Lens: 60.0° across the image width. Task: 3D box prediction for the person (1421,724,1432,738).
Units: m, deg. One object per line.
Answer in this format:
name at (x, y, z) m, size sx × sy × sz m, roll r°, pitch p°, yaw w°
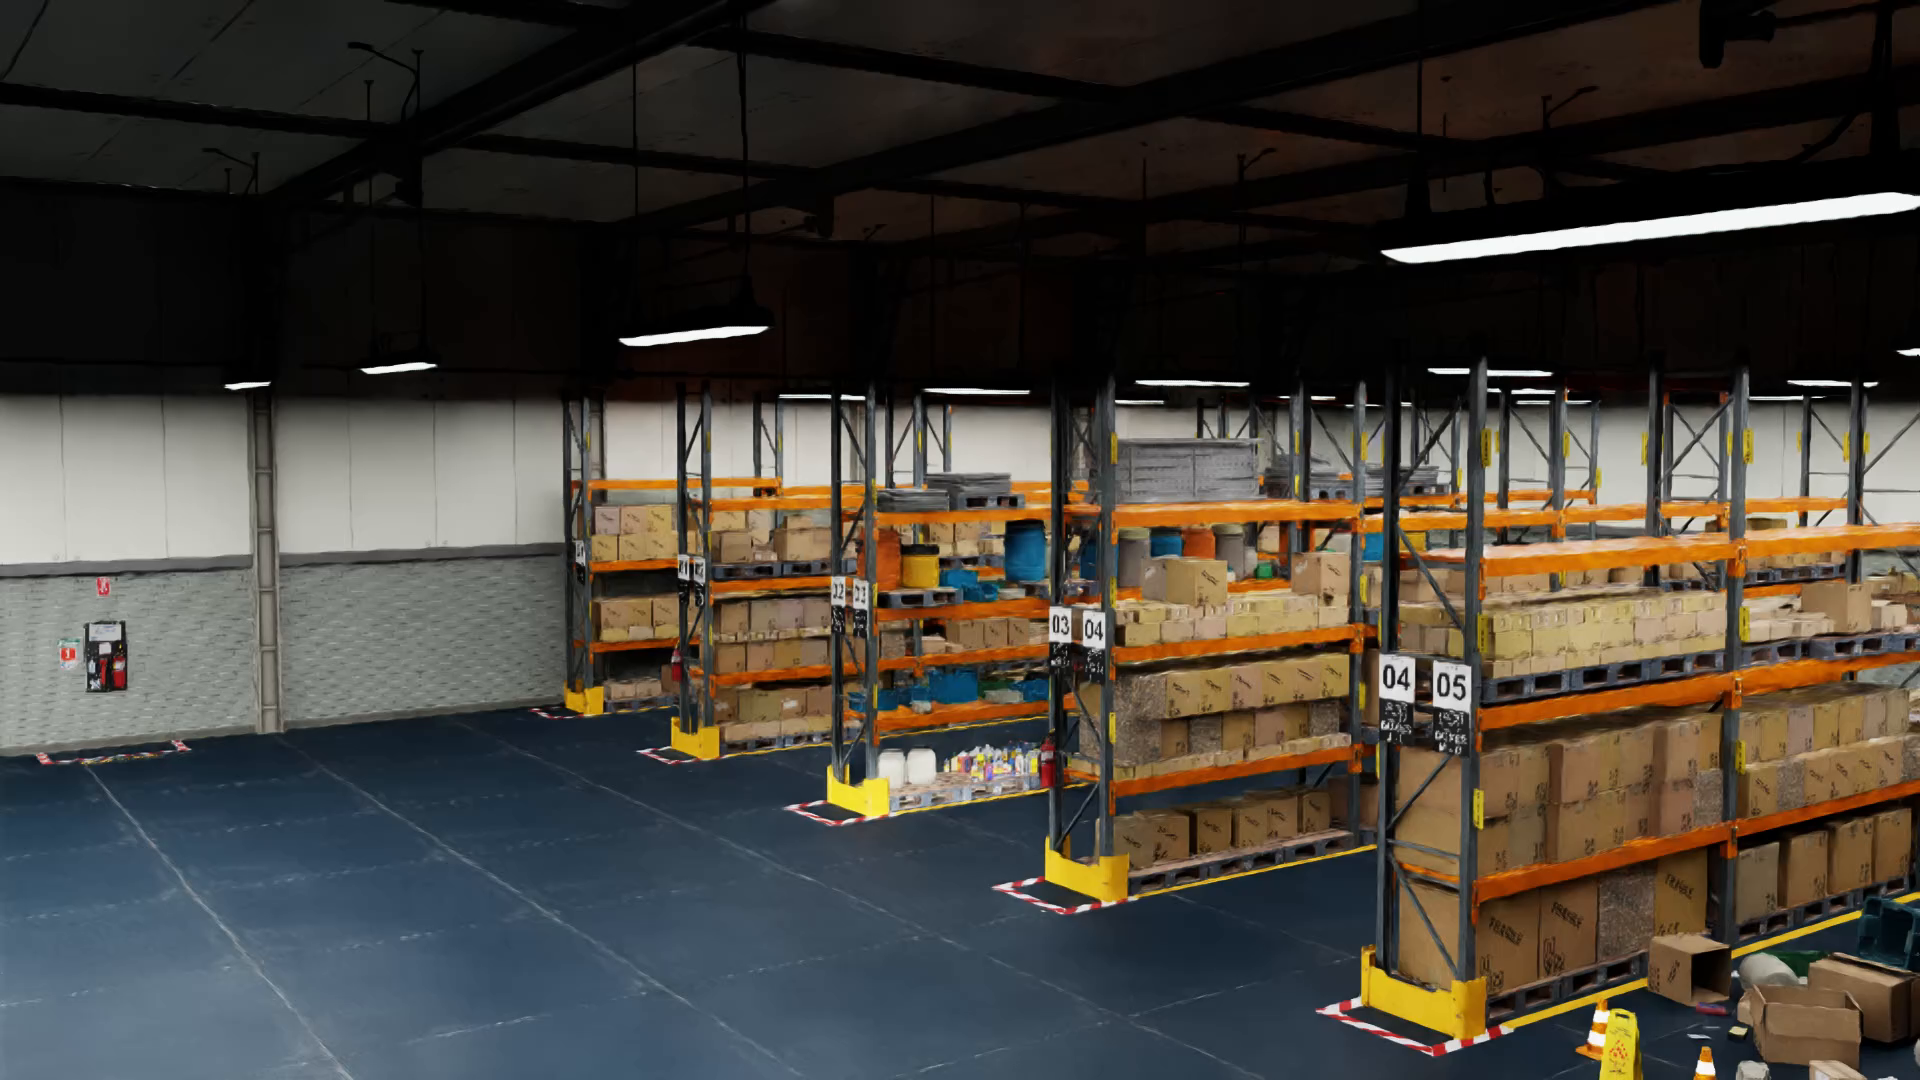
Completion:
person at (5.706, 3.035, 19.955) m, size 0.408 × 1.679 × 0.538 m, roll 2°, pitch 4°, yaw 25°
